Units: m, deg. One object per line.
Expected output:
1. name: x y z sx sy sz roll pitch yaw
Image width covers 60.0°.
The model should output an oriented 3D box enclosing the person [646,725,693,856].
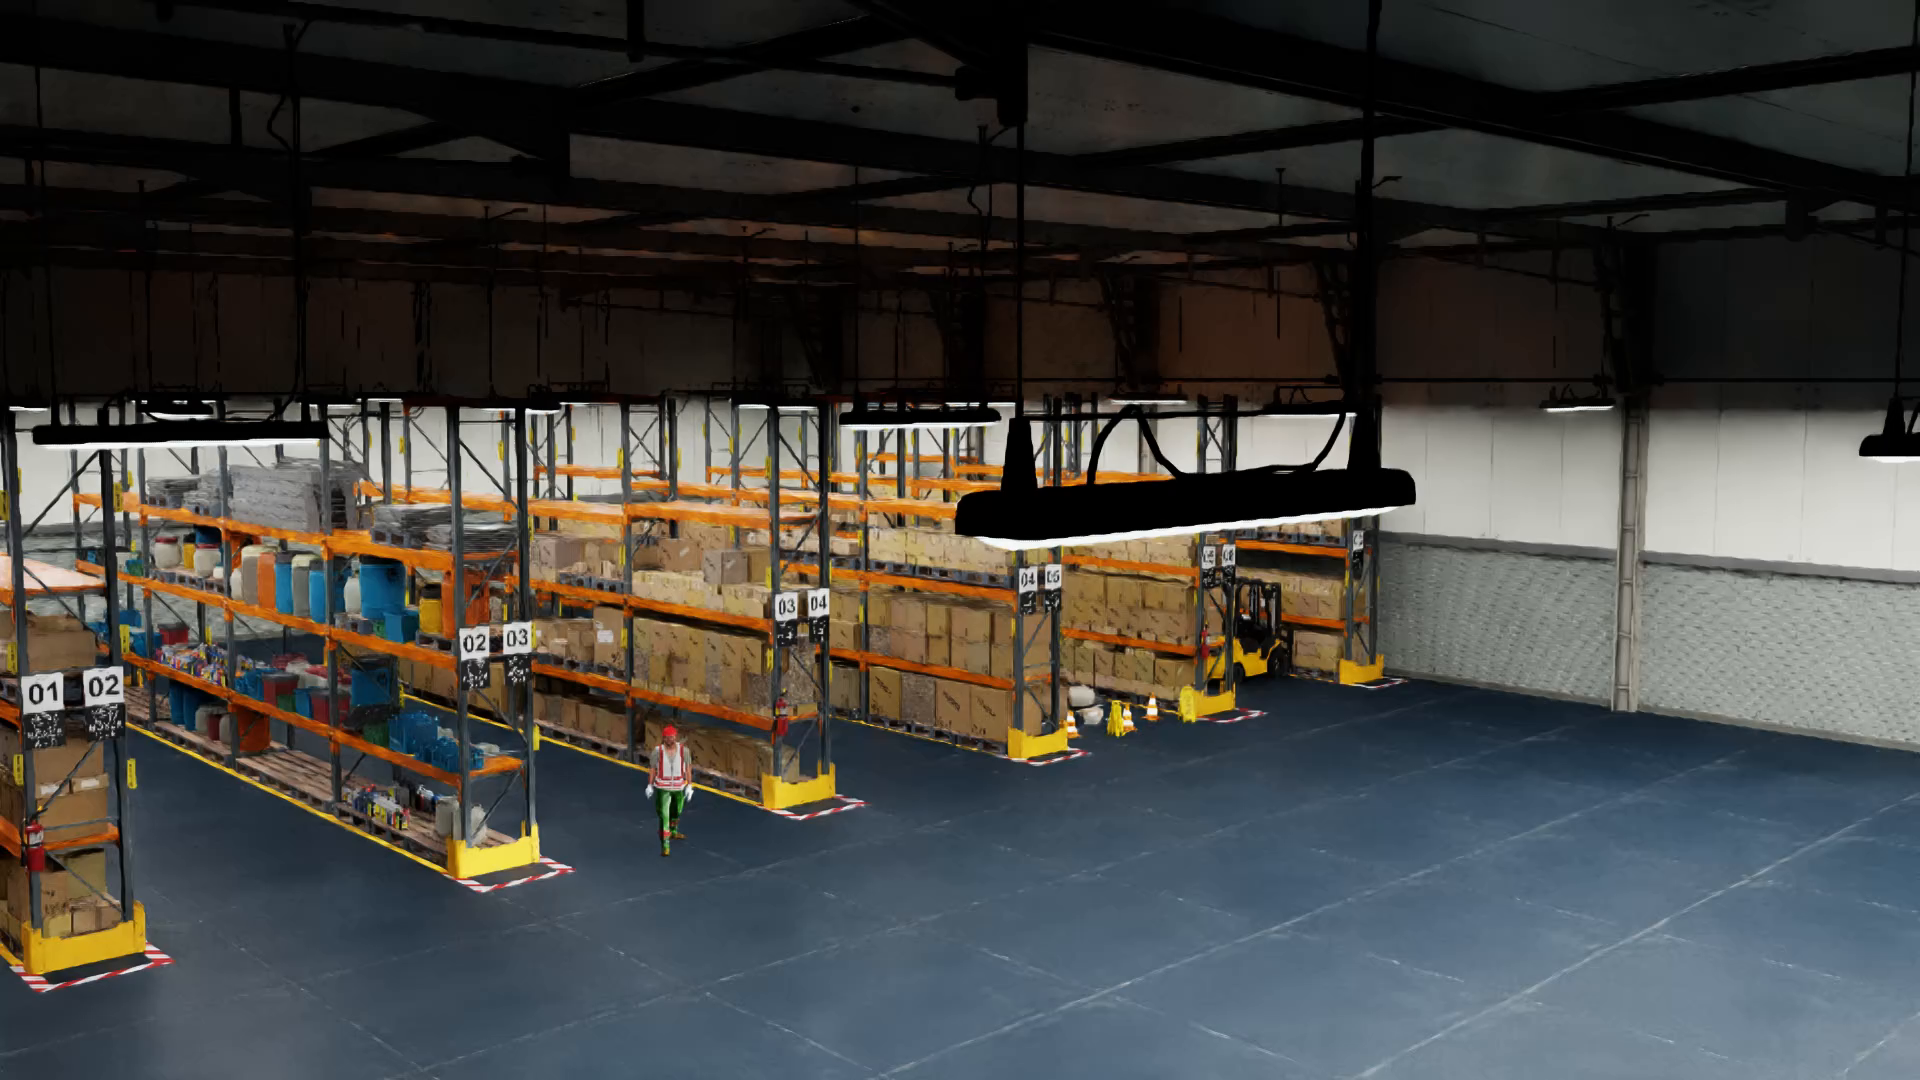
1. person: -3.899 3.317 22.350 0.598 1.734 0.988 -2 6 -22
